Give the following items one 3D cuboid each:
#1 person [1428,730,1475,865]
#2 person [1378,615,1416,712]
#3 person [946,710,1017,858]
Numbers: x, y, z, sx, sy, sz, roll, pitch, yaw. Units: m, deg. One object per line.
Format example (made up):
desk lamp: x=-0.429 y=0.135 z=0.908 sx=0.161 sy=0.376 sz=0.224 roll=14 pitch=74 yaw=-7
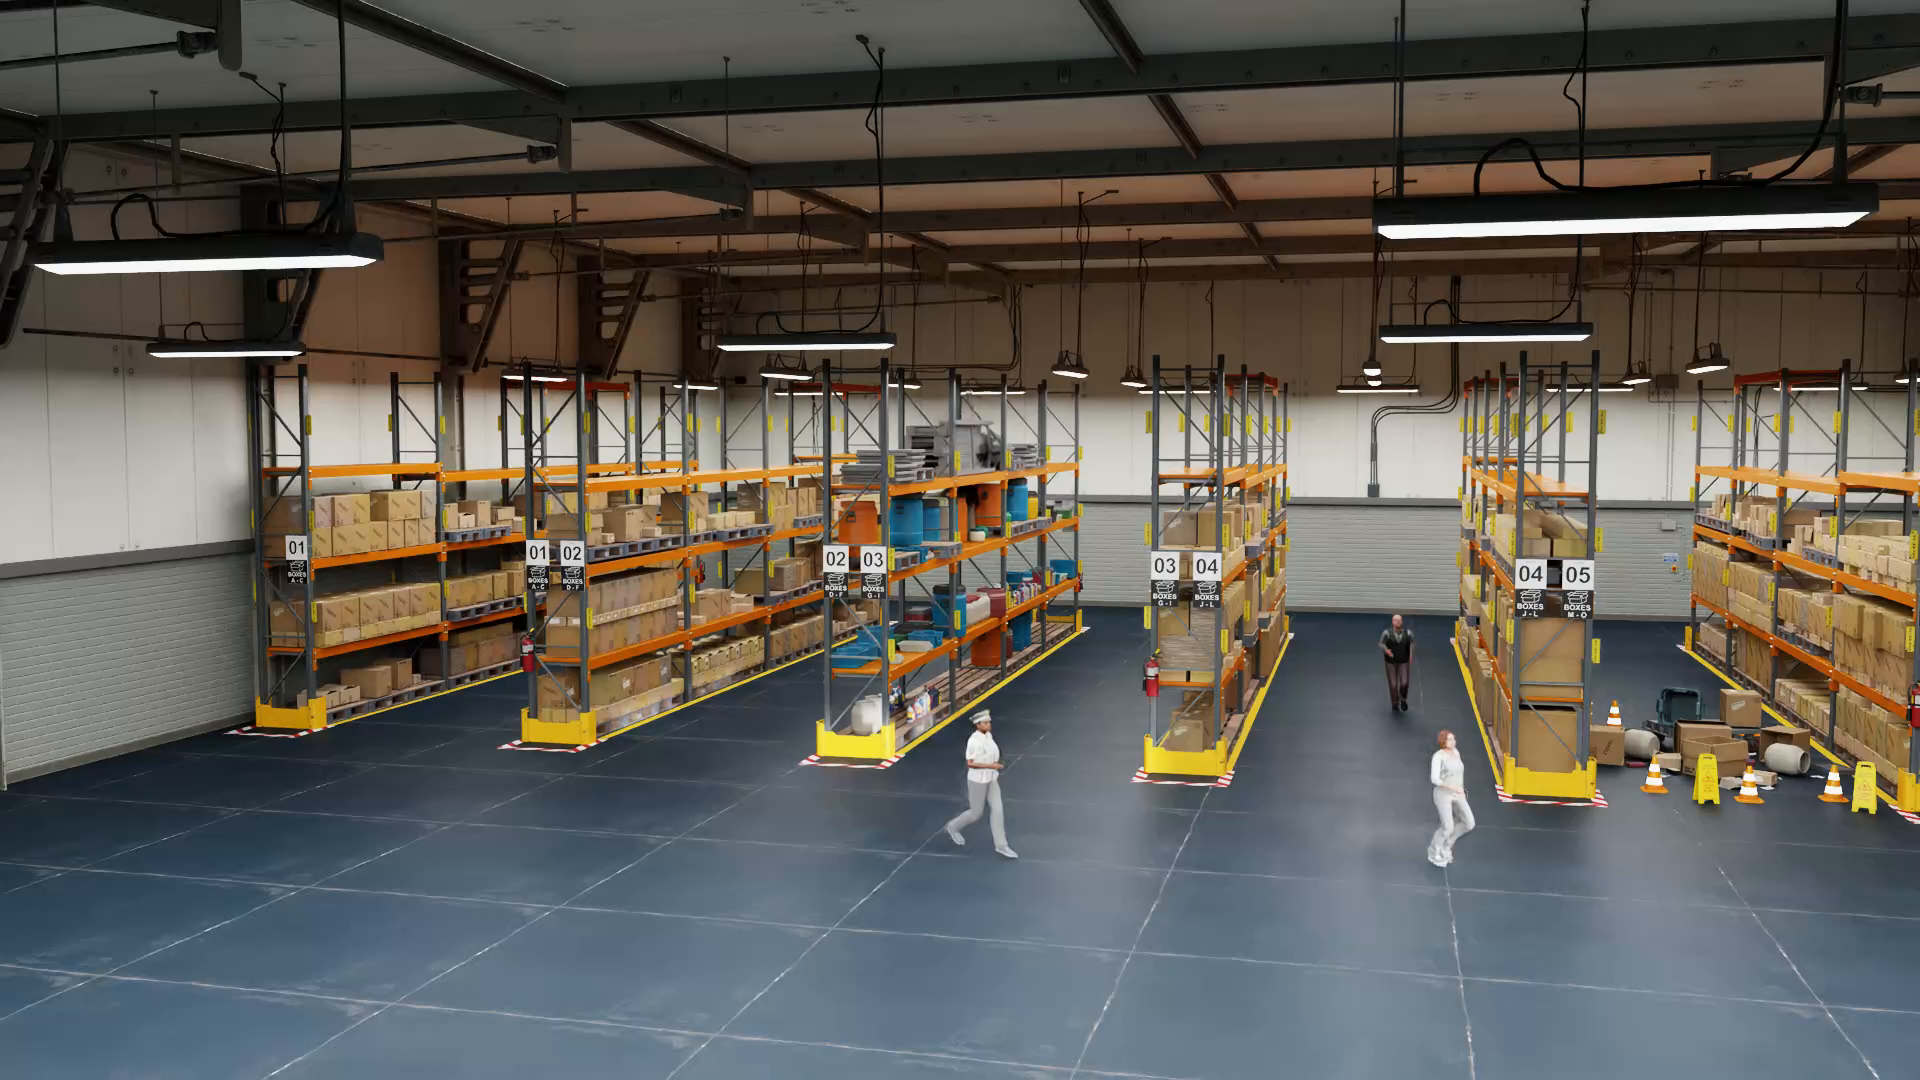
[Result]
person: x=5.554 y=2.921 z=18.834 sx=0.553 sy=1.557 sz=0.565 roll=-3 pitch=5 yaw=-34
person: x=7.621 y=2.152 z=28.976 sx=0.657 sy=1.697 sz=0.638 roll=1 pitch=4 yaw=12
person: x=0.255 y=2.807 z=19.331 sx=0.924 sy=1.698 sz=0.579 roll=3 pitch=5 yaw=35
